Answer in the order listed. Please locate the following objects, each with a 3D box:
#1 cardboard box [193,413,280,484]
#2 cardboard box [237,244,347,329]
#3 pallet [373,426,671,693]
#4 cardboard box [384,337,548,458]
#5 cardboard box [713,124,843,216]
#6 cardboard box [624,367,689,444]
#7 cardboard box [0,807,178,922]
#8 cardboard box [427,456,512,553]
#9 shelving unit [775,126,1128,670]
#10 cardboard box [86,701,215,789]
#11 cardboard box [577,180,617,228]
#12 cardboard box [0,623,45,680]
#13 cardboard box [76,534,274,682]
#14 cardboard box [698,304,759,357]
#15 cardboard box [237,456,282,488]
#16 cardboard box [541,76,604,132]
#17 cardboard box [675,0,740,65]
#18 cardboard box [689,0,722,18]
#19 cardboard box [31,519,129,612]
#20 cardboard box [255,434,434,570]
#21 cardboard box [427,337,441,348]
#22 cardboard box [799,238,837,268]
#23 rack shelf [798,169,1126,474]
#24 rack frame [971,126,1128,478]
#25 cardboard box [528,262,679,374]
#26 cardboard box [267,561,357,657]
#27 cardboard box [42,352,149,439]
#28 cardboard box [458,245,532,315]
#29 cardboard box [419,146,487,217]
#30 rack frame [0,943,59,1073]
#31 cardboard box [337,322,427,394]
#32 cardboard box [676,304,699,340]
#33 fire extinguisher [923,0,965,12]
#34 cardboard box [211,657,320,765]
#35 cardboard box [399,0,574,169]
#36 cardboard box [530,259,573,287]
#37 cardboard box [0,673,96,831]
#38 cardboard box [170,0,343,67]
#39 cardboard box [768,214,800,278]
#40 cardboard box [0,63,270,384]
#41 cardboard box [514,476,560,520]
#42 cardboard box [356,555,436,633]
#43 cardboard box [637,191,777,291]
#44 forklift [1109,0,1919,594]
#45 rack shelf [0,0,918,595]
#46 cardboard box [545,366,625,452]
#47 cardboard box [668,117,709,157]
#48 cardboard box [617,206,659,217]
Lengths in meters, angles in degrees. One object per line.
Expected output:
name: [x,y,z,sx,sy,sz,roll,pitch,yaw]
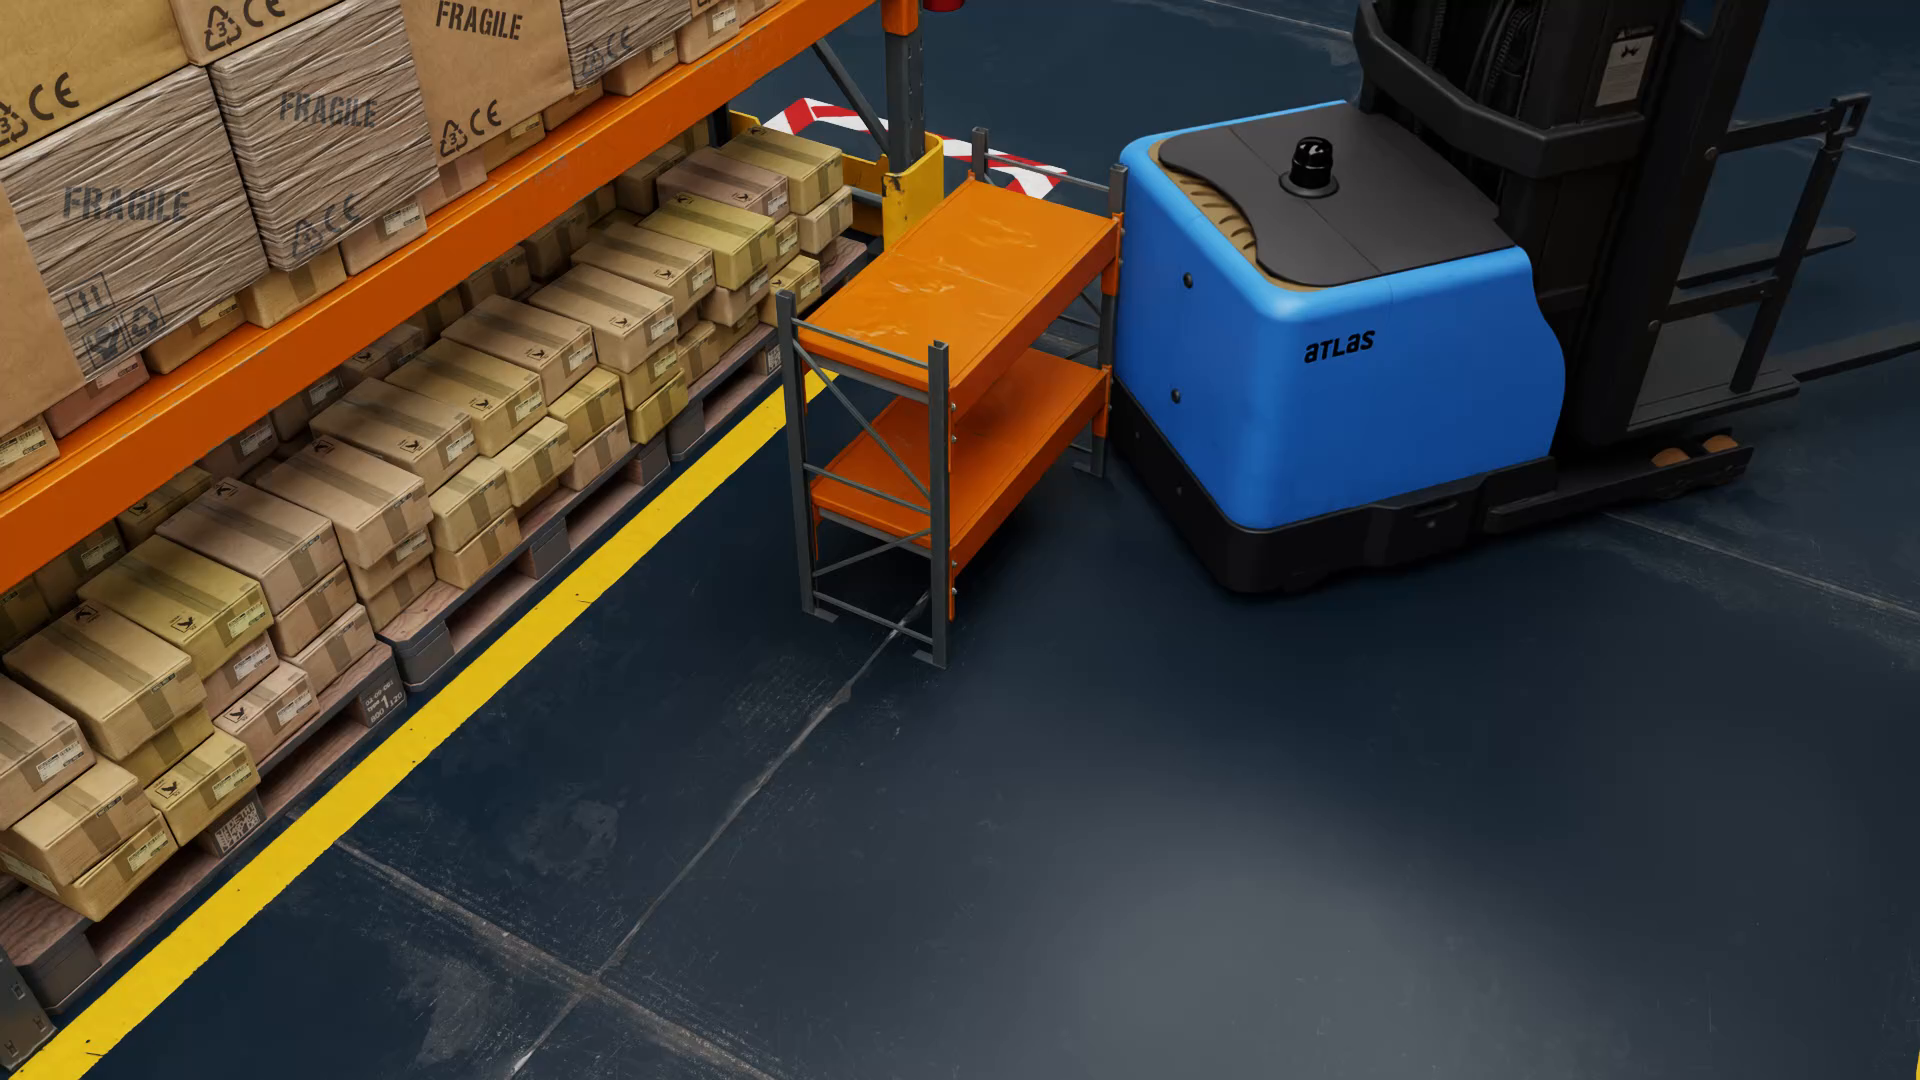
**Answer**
cardboard box: [-2.176,-0.306,4.717,0.380,0.149,0.250,19,45,20]
cardboard box: [-1.691,-0.671,3.932,0.380,0.149,0.250,22,46,23]
pallet: [-1.678,-0.143,5.253,1.003,0.211,1.213,21,45,22]
cardboard box: [-1.437,-0.418,4.844,0.380,0.149,0.250,21,46,22]
cardboard box: [-0.637,-1.306,5.852,0.380,0.149,0.250,21,46,23]
cardboard box: [-1.108,-0.484,5.369,0.380,0.149,0.250,19,45,20]
cardboard box: [-2.133,0.717,4.005,0.380,0.149,0.250,19,45,20]
cardboard box: [-1.518,-0.146,4.761,0.380,0.149,0.250,21,45,22]
shelving unit: [0.003,-0.426,4.883,0.538,1.125,1.048,21,45,22]
cardboard box: [-2.086,0.432,4.104,0.380,0.149,0.250,21,46,22]
cardboard box: [-1.419,-1.206,5.739,0.380,0.149,0.250,21,45,22]
cardboard box: [-2.586,0.264,4.295,0.380,0.149,0.250,19,45,20]
cardboard box: [-1.969,0.169,4.178,0.380,0.149,0.250,20,45,21]
cardboard box: [-0.922,-0.796,5.723,0.380,0.149,0.250,21,45,22]
cardboard box: [-2.146,-0.159,4.775,0.380,0.149,0.250,22,46,23]
cardboard box: [-1.231,-1.299,4.646,0.380,0.149,0.250,19,45,20]
cardboard box: [-0.887,-1.575,4.959,0.380,0.149,0.250,22,46,23]
cardboard box: [-0.856,-1.896,4.832,0.500,0.500,0.500,20,45,21]
cardboard box: [-2.429,0.002,4.367,0.380,0.149,0.250,21,45,22]
cardboard box: [-1.660,-0.107,4.491,0.380,0.149,0.250,22,46,23]
cardboard box: [-1.681,-0.596,5.271,0.380,0.149,0.250,23,46,24]
cardboard box: [-0.675,-1.099,6.068,0.380,0.149,0.250,22,46,23]
rack shelf: [0.003,-0.646,4.689,0.538,0.278,1.000,21,45,22]
rack frame: [0.258,-0.717,5.213,0.500,1.125,0.032,21,45,22]
cardboard box: [-1.103,-0.692,5.155,0.380,0.149,0.250,23,46,24]
cardboard box: [-1.858,0.127,4.451,0.380,0.149,0.250,19,45,20]
cardboard box: [-2.015,-0.395,3.619,0.380,0.149,0.250,19,45,20]
cardboard box: [-1.618,-0.881,5.370,0.380,0.149,0.250,23,46,24]
cardboard box: [-1.457,-0.991,4.295,0.380,0.149,0.250,23,46,24]
rack frame: [-2.593,-0.093,3.086,1.000,3.000,0.127,21,45,22]
cardboard box: [-1.832,-0.570,5.017,0.380,0.149,0.250,21,46,22]
cardboard box: [-1.091,-0.767,5.465,0.380,0.149,0.250,20,45,22]
fire extinguisher: [-0.066,-2.204,5.824,0.296,0.674,0.183,21,45,22]
cardboard box: [-1.920,0.406,4.359,0.380,0.149,0.250,21,45,22]
cardboard box: [-1.360,-1.320,4.179,0.500,0.500,0.500,23,46,24]
cardboard box: [-1.530,-0.948,5.671,0.380,0.149,0.250,22,46,23]
cardboard box: [-2.242,0.468,3.839,0.380,0.149,0.250,23,46,24]
cardboard box: [-1.631,-1.375,3.484,0.500,0.500,0.500,22,46,23]
cardboard box: [-0.786,-1.053,5.790,0.380,0.149,0.250,20,45,21]
cardboard box: [-1.886,-0.728,3.506,0.500,0.500,0.500,21,45,22]
cardboard box: [-1.454,-0.214,5.063,0.380,0.149,0.250,22,46,23]
cardboard box: [-1.732,0.078,4.731,0.380,0.149,0.250,19,45,20]
cardboard box: [-0.832,-0.991,5.495,0.380,0.149,0.250,20,45,21]
forklift: [2.035,-1.545,4.787,3.031,2.935,1.130,-14,43,-15]
rack shelf: [-1.593,-0.967,4.623,1.077,0.370,4.000,21,45,22]
cardboard box: [-1.260,-0.446,5.101,0.380,0.149,0.250,23,46,24]
cardboard box: [-1.148,-1.505,6.079,0.380,0.149,0.250,19,45,20]
cardboard box: [-1.262,-1.228,5.989,0.380,0.149,0.250,21,45,22]
